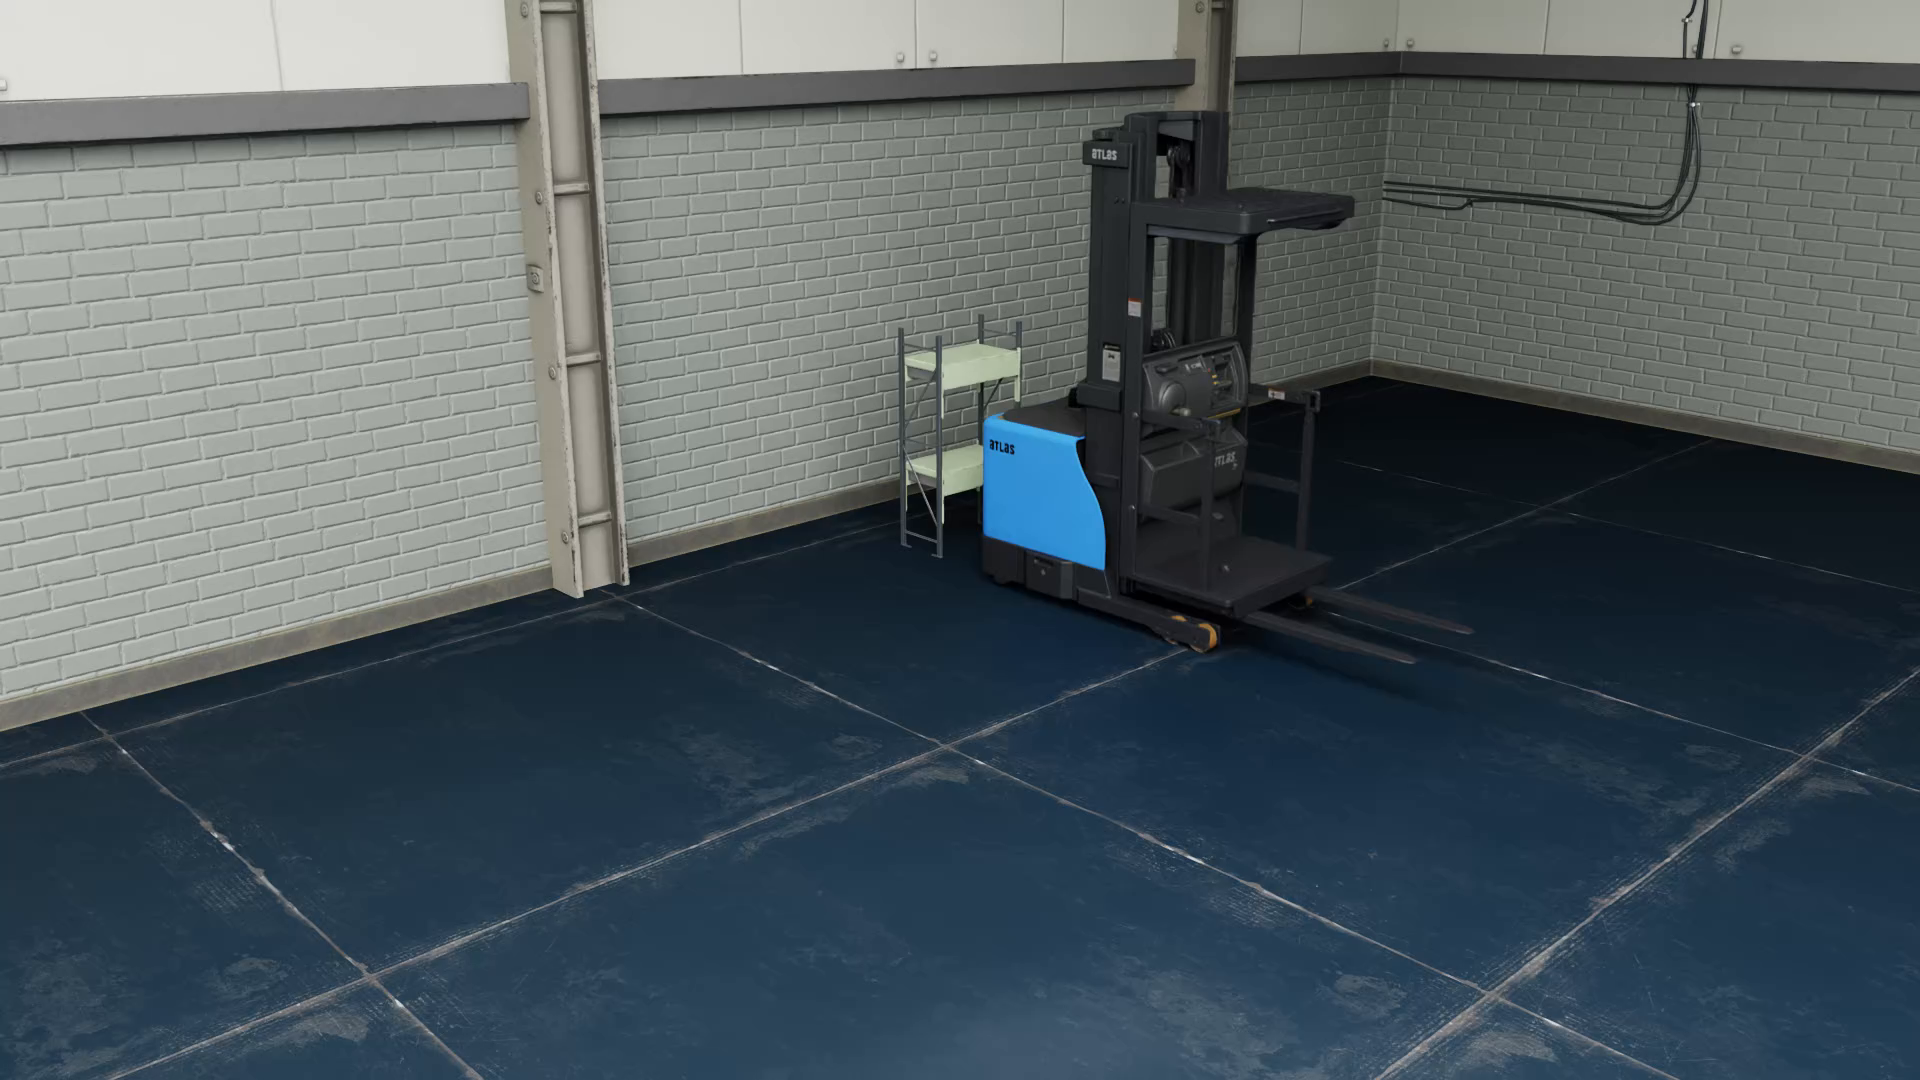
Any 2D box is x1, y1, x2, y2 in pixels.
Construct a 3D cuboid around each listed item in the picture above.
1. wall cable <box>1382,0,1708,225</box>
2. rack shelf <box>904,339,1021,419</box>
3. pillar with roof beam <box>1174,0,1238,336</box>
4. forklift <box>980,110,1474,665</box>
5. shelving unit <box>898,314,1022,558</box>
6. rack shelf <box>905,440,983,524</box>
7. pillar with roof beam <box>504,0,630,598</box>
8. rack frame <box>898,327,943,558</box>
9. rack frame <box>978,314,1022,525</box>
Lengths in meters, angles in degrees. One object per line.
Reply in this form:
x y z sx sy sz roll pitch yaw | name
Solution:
5.056 -4.116 14.622 0.112 2.526 3.097 -16 24 -41 | wall cable
0.005 -1.086 11.137 0.720 0.370 0.431 -16 24 -41 | rack shelf
4.964 -4.300 10.156 0.400 9.000 9.100 -16 24 -41 | pillar with roof beam
1.535 -0.931 9.605 3.031 2.935 1.130 17 24 42 | forklift
0.005 -0.715 11.258 0.755 1.500 0.431 -16 24 -41 | shelving unit
0.005 -0.405 11.358 0.720 0.370 0.431 -16 24 -41 | rack shelf
0.605 -3.029 6.235 0.400 9.000 9.100 -16 24 -41 | pillar with roof beam
-0.261 -0.637 11.019 0.023 1.500 0.400 -16 24 -41 | rack frame
0.271 -0.792 11.497 0.023 1.500 0.400 -16 24 -41 | rack frame
